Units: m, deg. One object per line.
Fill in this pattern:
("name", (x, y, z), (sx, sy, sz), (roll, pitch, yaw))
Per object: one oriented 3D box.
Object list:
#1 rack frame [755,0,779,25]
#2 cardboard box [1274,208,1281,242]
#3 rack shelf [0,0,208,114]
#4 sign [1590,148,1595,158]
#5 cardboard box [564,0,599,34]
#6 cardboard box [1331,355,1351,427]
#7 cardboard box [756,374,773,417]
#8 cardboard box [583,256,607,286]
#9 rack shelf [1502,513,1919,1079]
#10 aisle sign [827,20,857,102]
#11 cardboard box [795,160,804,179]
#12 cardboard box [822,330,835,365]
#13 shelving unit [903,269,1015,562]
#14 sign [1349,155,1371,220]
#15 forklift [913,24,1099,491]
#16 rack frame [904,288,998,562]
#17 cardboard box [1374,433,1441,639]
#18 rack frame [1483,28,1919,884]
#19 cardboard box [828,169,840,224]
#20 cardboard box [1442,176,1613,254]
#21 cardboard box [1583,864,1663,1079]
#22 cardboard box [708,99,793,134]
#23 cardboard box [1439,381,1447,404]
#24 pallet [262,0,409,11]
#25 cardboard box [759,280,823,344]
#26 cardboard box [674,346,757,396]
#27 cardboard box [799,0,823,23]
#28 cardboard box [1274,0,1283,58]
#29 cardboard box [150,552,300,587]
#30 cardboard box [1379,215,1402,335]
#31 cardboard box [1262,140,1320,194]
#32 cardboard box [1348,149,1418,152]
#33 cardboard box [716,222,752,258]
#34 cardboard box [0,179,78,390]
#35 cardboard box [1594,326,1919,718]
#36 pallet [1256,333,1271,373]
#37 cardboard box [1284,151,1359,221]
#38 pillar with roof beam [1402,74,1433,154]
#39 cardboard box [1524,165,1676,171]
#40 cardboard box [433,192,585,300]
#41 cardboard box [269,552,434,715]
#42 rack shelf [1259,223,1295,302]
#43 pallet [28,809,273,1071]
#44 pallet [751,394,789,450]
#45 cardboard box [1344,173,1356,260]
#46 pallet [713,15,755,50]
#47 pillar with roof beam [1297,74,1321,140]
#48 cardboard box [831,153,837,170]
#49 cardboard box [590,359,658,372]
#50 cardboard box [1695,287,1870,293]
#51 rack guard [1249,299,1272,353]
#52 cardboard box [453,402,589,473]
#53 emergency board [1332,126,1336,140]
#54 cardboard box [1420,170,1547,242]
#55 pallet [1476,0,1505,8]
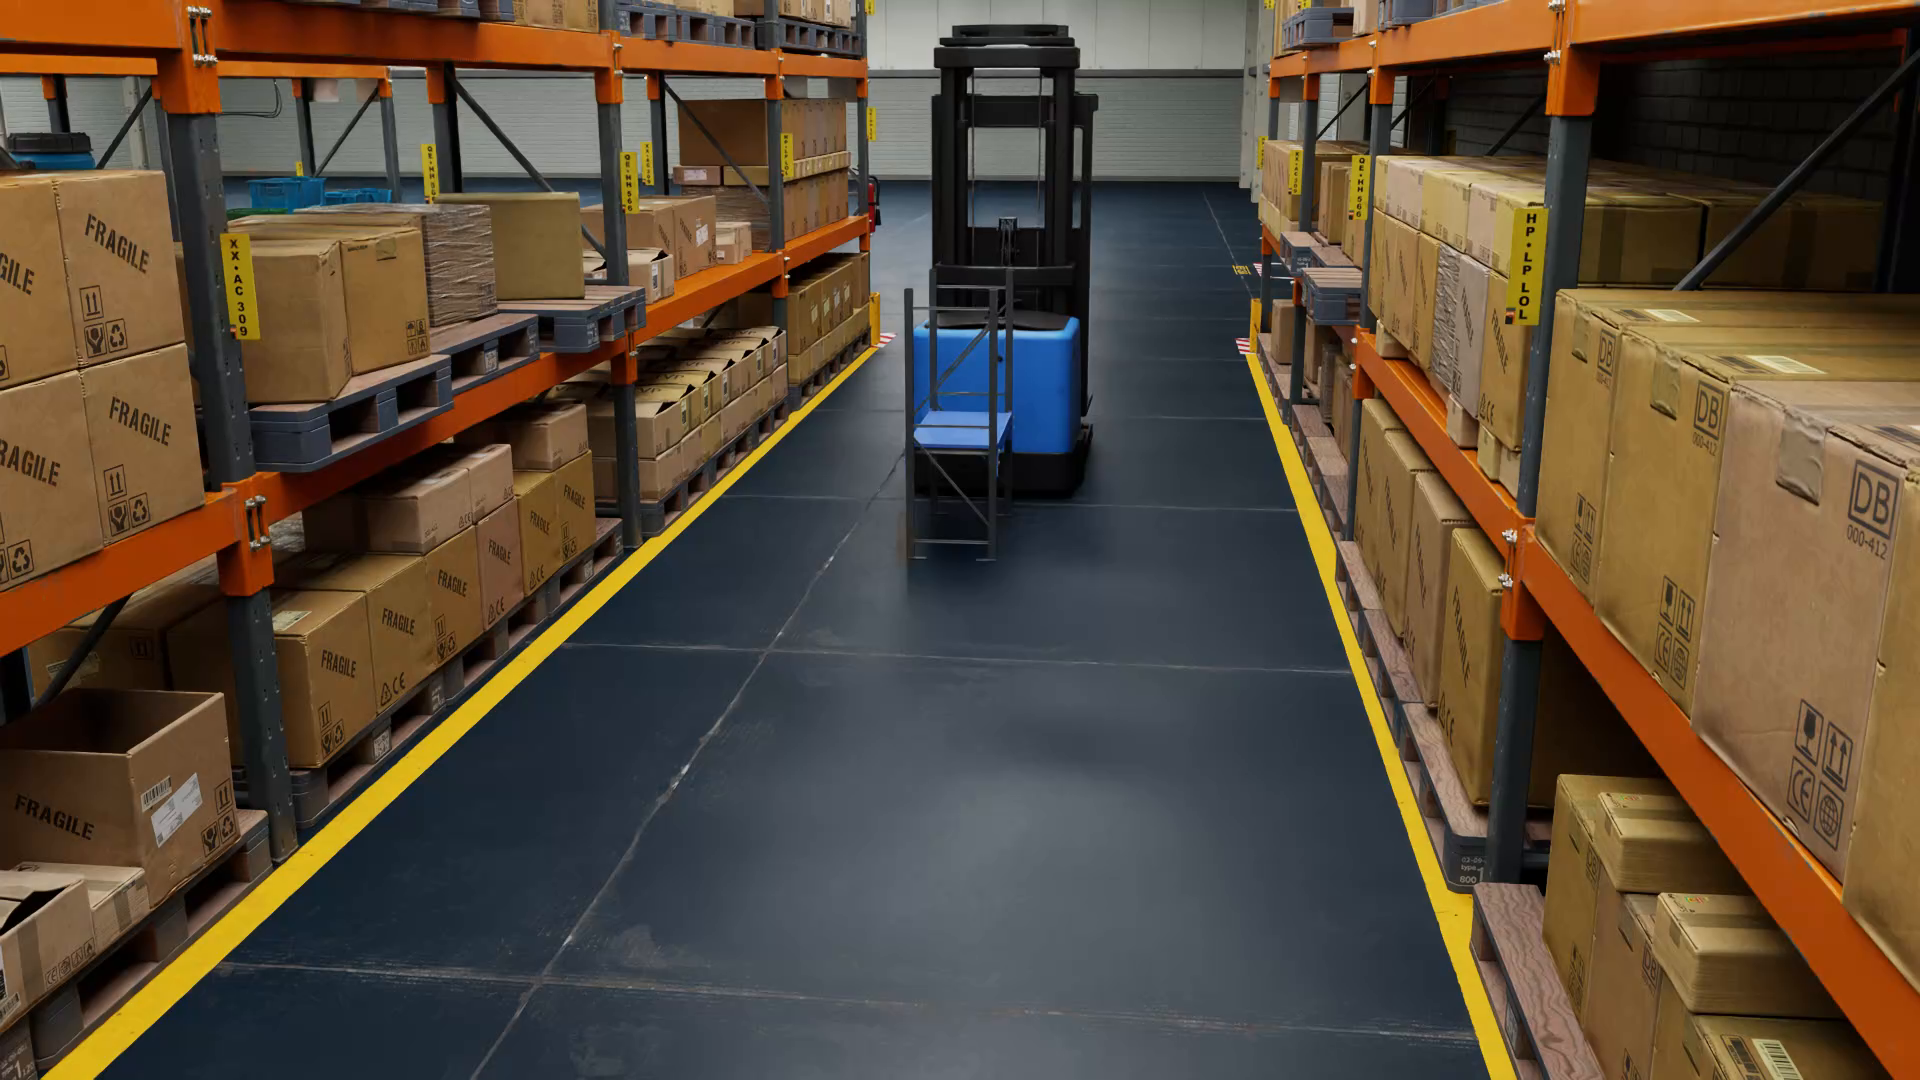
("rack frame", (-1.875, -5.352, 12.217), (1.000, 3.000, 0.127), (2, 15, 6))
("cardboard box", (2.905, -2.640, 13.929), (0.500, 0.250, 0.500), (2, 15, 6))
("rack shelf", (-3.004, -0.964, 3.111), (1.077, 0.370, 4.000), (2, 15, 6))
("sign", (3.148, -1.817, 8.419), (0.100, 0.325, 0.005), (2, 15, 6))
("cardboard box", (-2.342, -2.801, 8.336), (0.910, 0.500, 0.500), (2, 15, 6))
("cardboard box", (2.972, -0.990, 11.524), (0.700, 0.500, 0.500), (1, 15, 5))
("cardboard box", (-1.693, -1.085, 12.390), (0.500, 0.250, 0.500), (1, 15, 5))
("cardboard box", (-2.242, -1.469, 9.519), (0.500, 0.311, 0.500), (3, 15, 10))
("rack shelf", (1.919, 0.629, 2.966), (1.077, 0.370, 4.000), (2, 15, 6))
("aisle sign", (-1.125, -4.757, 16.528), (0.394, 0.787, 0.004), (2, 15, 6))
("cardboard box", (-1.538, -3.147, 14.119), (0.380, 0.149, 0.250), (1, 15, 4))
("cardboard box", (-1.399, -1.702, 14.674), (0.500, 0.250, 0.500), (2, 15, 6))
("shelving unit", (0.010, -0.746, 9.548), (0.538, 1.500, 1.048), (2, 15, 6))
("sign", (2.056, -1.808, 8.536), (0.100, 0.325, 0.005), (2, 15, 6))
("forklift", (0.384, -2.063, 11.678), (1.130, 2.935, 3.031), (2, 15, 7))
("rack frame", (-0.048, -0.614, 9.061), (0.500, 1.500, 0.032), (2, 15, 6))
("cardboard box", (2.277, -0.025, 7.322), (0.750, 0.750, 0.750), (2, 15, 6))
("rack frame", (2.145, -0.237, 4.790), (1.000, 3.000, 0.127), (2, 15, 6))
("cardboard box", (-1.544, -3.285, 15.873), (0.700, 0.500, 0.500), (2, 15, 8))
("cardboard box", (2.068, -1.193, 6.093), (0.500, 0.250, 0.500), (2, 15, 7))
("cardboard box", (1.898, 1.088, 3.874), (0.700, 0.500, 0.500), (2, 15, 6))
("cardboard box", (-1.776, -3.377, 13.729), (0.700, 0.500, 0.500), (2, 15, 6))
("cardboard box", (2.130, -0.618, 6.643), (0.380, 0.149, 0.250), (2, 15, 8))
("pallet", (-2.635, -1.906, 5.577), (1.213, 0.211, 1.003), (2, 15, 6))
("cardboard box", (-1.463, -1.935, 14.097), (0.500, 0.500, 0.500), (2, 15, 6))
("cardboard box", (-1.747, -1.225, 11.833), (0.500, 0.311, 0.500), (2, 15, 6))
("cardboard box", (-1.564, -4.648, 14.088), (0.797, 0.503, 0.637), (3, 16, 12))
("cardboard box", (3.116, -4.637, 15.089), (0.500, 0.500, 0.500), (3, 15, 10))
("cardboard box", (-2.943, 0.348, 6.573), (0.500, 0.500, 0.500), (2, 15, 6))
("cardboard box", (2.218, -1.222, 7.633), (0.500, 0.500, 0.500), (2, 15, 8))
("cardboard box", (3.146, -3.533, 15.794), (0.500, 0.500, 0.500), (2, 15, 6))
("cardboard box", (3.370, -2.861, 13.307), (0.500, 0.500, 0.500), (2, 15, 6))
("cardboard box", (-1.887, -2.255, 12.542), (0.500, 0.250, 0.500), (3, 15, 10))
("cardboard box", (-2.633, -0.641, 4.178), (0.500, 0.500, 0.500), (1, 15, 5))
("cardboard box", (1.979, -0.052, 3.533), (0.980, 0.700, 0.700), (1, 15, 5))
("pallet", (3.363, -1.773, 15.816), (1.003, 0.211, 1.213), (2, 15, 6))
("cardboard box", (2.793, -2.742, 12.870), (0.500, 0.500, 0.500), (2, 15, 6))
("pillar with roof beam", (0.002, -6.165, 15.221), (9.100, 9.000, 0.400), (2, 15, 6))
("cardboard box", (2.679, -1.445, 7.023), (0.500, 0.250, 0.500), (1, 15, 5))
("cardboard box", (-2.286, -1.503, 8.479), (0.700, 0.500, 0.500), (-3, 16, -13))
("cardboard box", (-2.432, 0.356, 6.546), (0.500, 0.500, 0.500), (2, 15, 7))
("rack shelf", (3.273, -2.483, 14.476), (1.077, 0.370, 4.000), (2, 15, 6))
("pallet", (-2.856, 1.143, 5.032), (1.003, 0.211, 1.213), (2, 15, 6))
("pallet", (-1.920, -0.918, 12.653), (1.003, 0.211, 1.213), (2, 15, 6))
("cardboard box", (2.757, -1.981, 10.206), (0.700, 0.500, 0.500), (2, 15, 6))
("pallet", (-1.962, -3.583, 11.786), (0.805, 0.209, 1.217), (1, 15, 4))
("pillar with roof beam", (1.356, -9.277, 26.731), (9.100, 9.000, 0.400), (2, 15, 6))
("cardboard box", (-1.365, -3.551, 15.614), (0.380, 0.149, 0.250), (2, 15, 7))
("cardboard box", (-2.342, -1.104, 11.387), (0.500, 0.311, 0.500), (2, 15, 8))
("cardboard box", (2.447, -0.550, 5.150), (0.500, 0.500, 0.500), (1, 15, 4))
("rack guard", (3.490, -2.123, 16.554), (1.175, 0.500, 0.348), (2, 15, 6))
("cardboard box", (-2.201, -0.522, 8.357), (0.500, 0.250, 0.500), (2, 15, 8))
("emergency board", (5.273, -5.338, 23.656), (0.194, 1.169, 0.643), (2, 15, 6))
("cardboard box", (2.125, -1.326, 6.581), (0.500, 0.250, 0.500), (1, 15, 5))
("pallet", (2.199, -1.831, 5.309), (0.805, 0.209, 1.217), (1, 15, 4))
